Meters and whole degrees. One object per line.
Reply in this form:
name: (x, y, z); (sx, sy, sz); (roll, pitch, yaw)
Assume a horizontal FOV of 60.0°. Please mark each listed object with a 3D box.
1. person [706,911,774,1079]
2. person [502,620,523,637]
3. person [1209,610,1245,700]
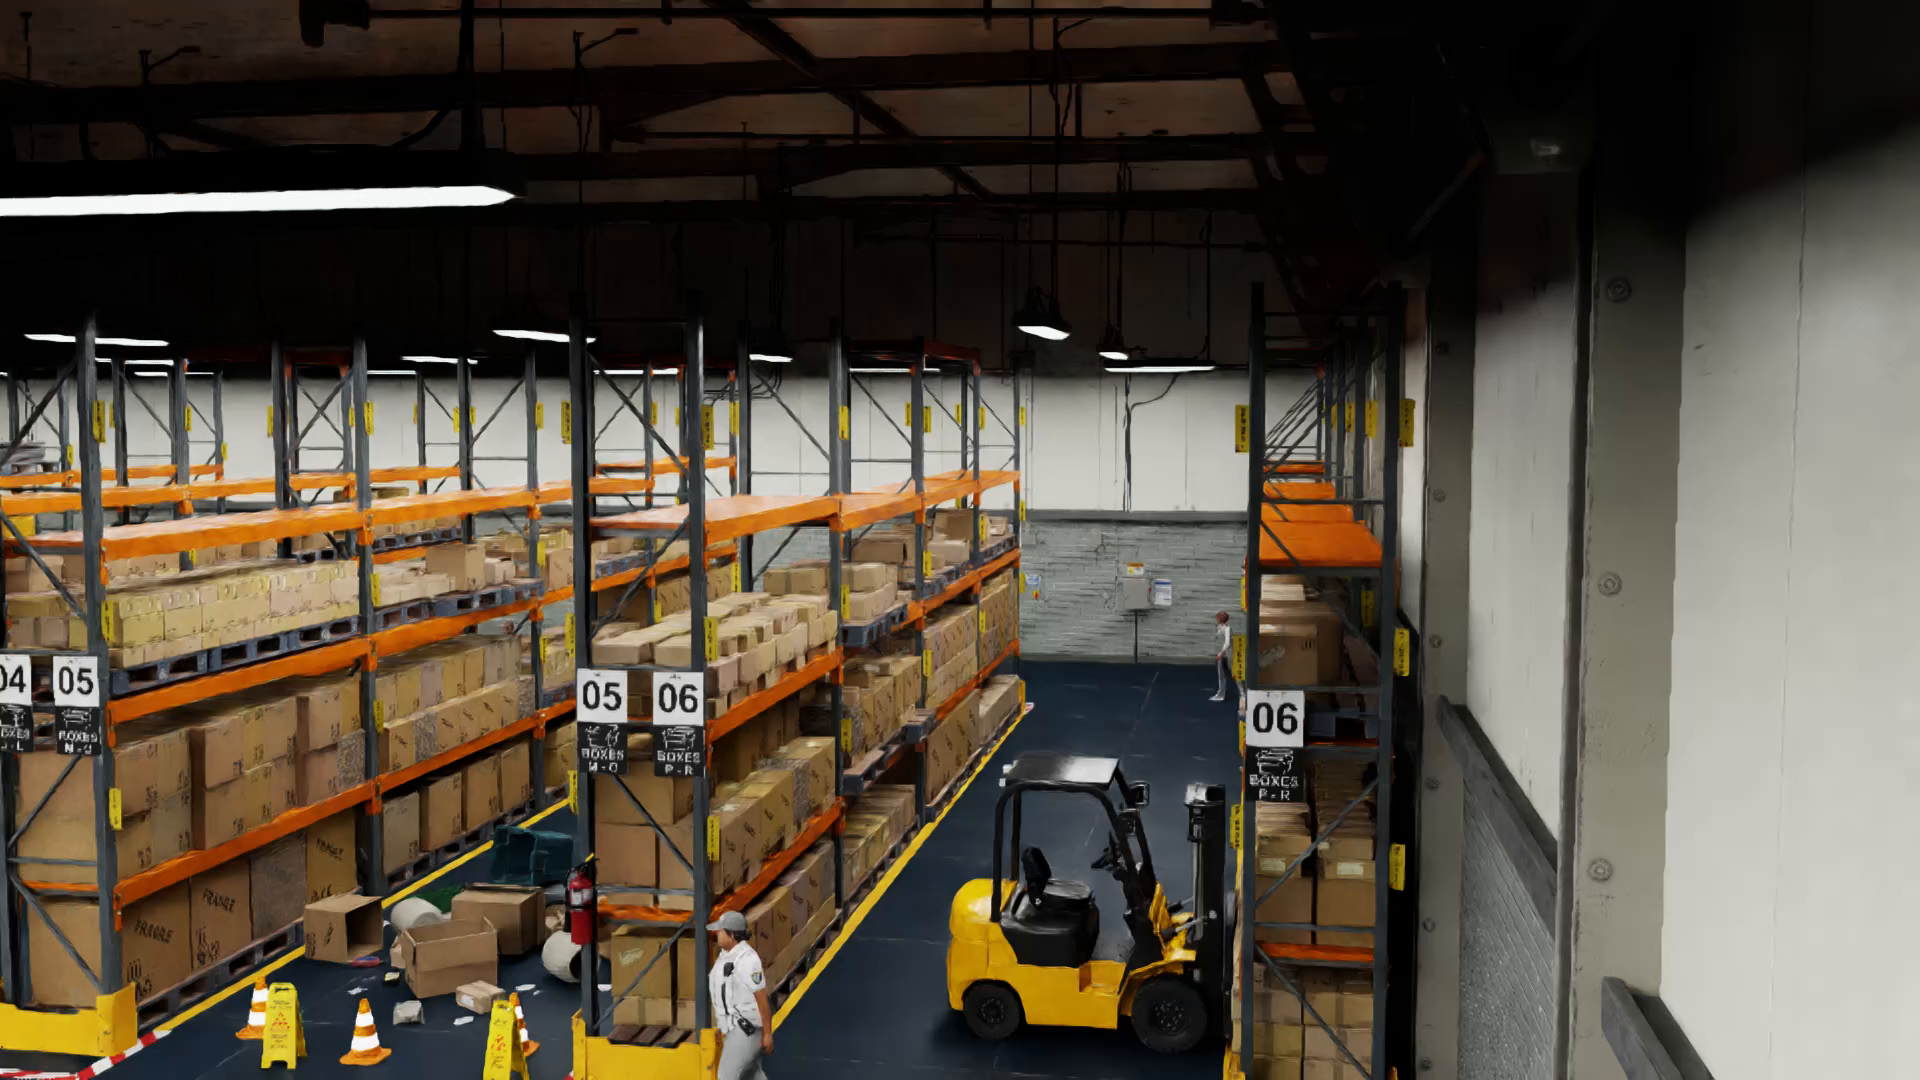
person: (-1.496, 3.409, 11.557); (0.476, 1.651, 0.607); (-2, 5, -22)
person: (-7.388, 2.129, 27.329); (0.542, 1.645, 1.126); (1, 5, 12)
person: (4.717, 2.031, 29.239); (0.639, 1.575, 0.443); (-1, 5, -16)
